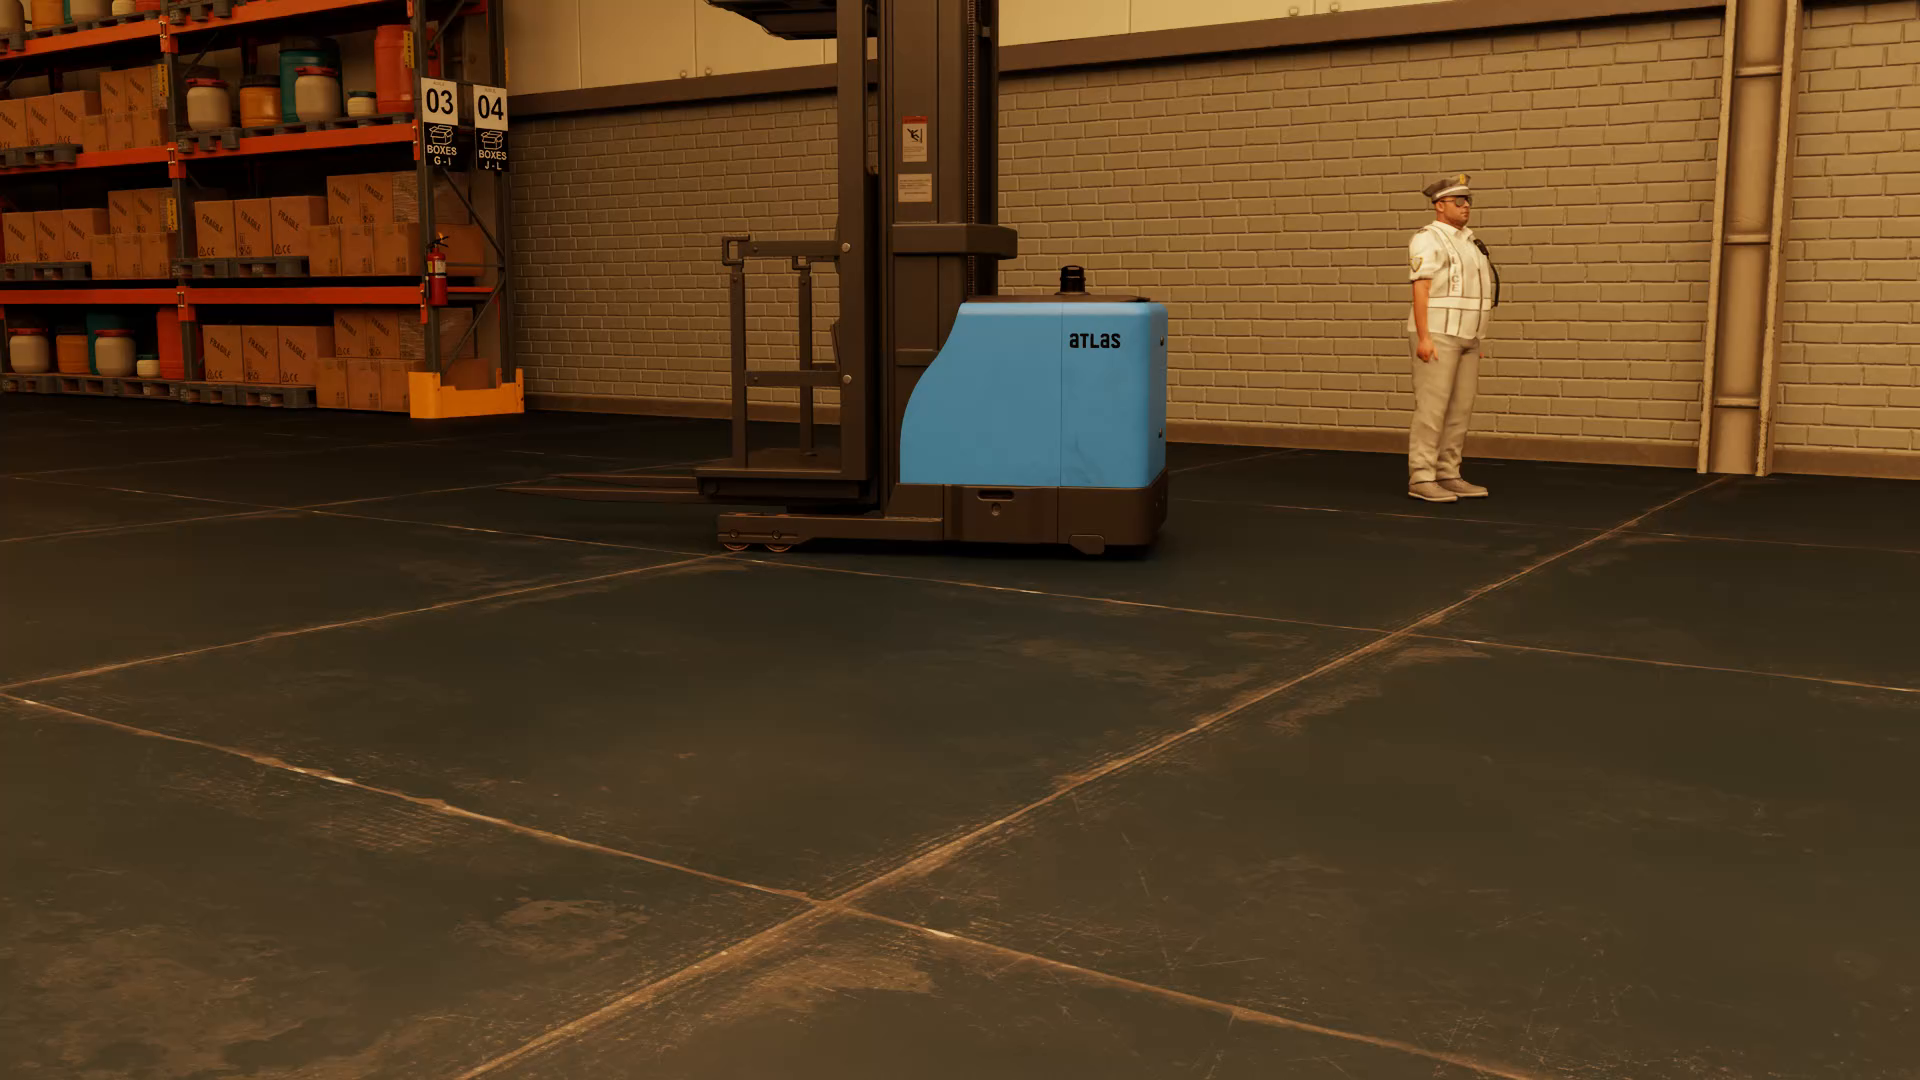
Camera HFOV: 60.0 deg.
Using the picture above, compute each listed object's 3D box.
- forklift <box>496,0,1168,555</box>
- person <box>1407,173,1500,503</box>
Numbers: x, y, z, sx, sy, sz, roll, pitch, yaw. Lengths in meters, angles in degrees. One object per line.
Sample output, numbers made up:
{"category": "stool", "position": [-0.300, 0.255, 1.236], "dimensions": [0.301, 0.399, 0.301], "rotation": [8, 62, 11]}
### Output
{"category": "forklift", "position": [-0.596, -1.469, 7.520], "dimensions": [3.031, 2.935, 1.130], "rotation": [2, 8, 12]}
{"category": "person", "position": [2.698, -1.115, 9.155], "dimensions": [0.522, 1.775, 0.409], "rotation": [-7, 11, -41]}
